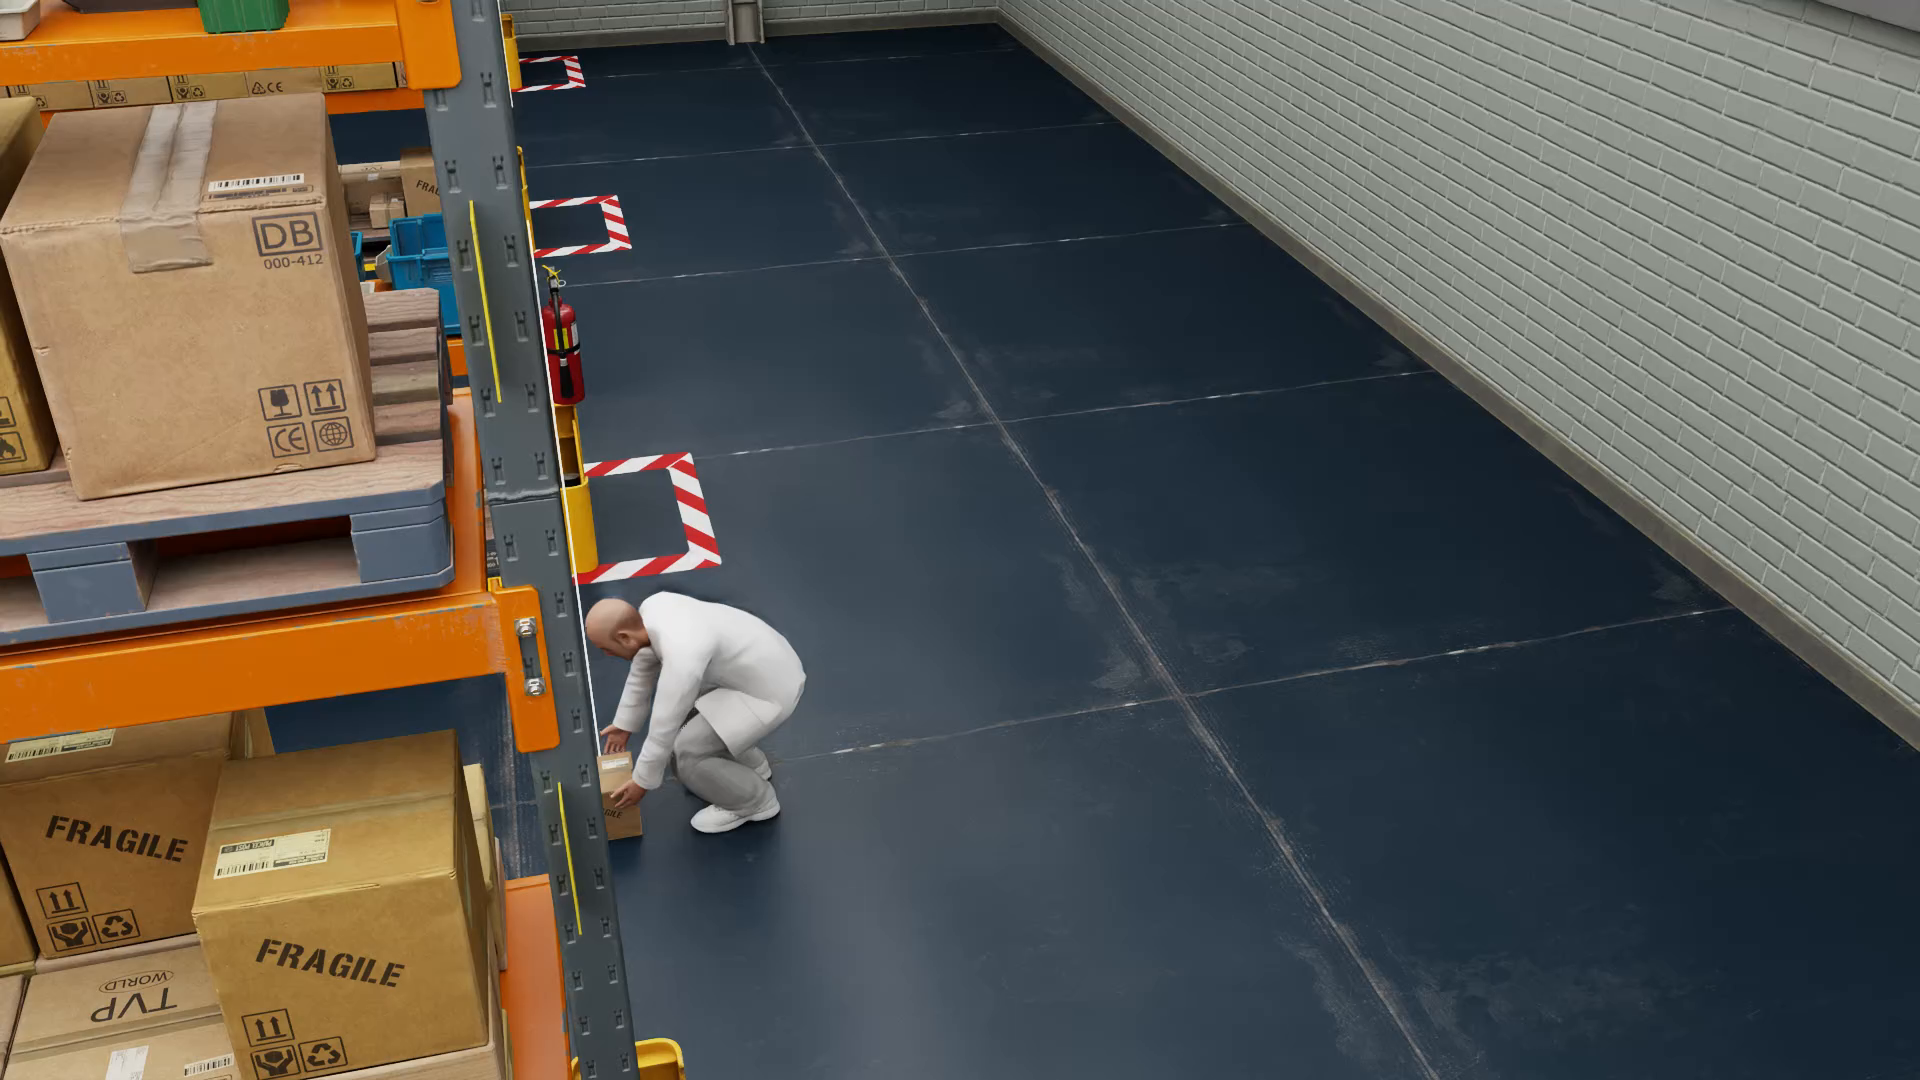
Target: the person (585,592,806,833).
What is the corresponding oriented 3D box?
[{"bbox_3d":[-1.047,0.689,6.720,0.867,1.006,0.617,-8,31,-13],"label":"person"}]
